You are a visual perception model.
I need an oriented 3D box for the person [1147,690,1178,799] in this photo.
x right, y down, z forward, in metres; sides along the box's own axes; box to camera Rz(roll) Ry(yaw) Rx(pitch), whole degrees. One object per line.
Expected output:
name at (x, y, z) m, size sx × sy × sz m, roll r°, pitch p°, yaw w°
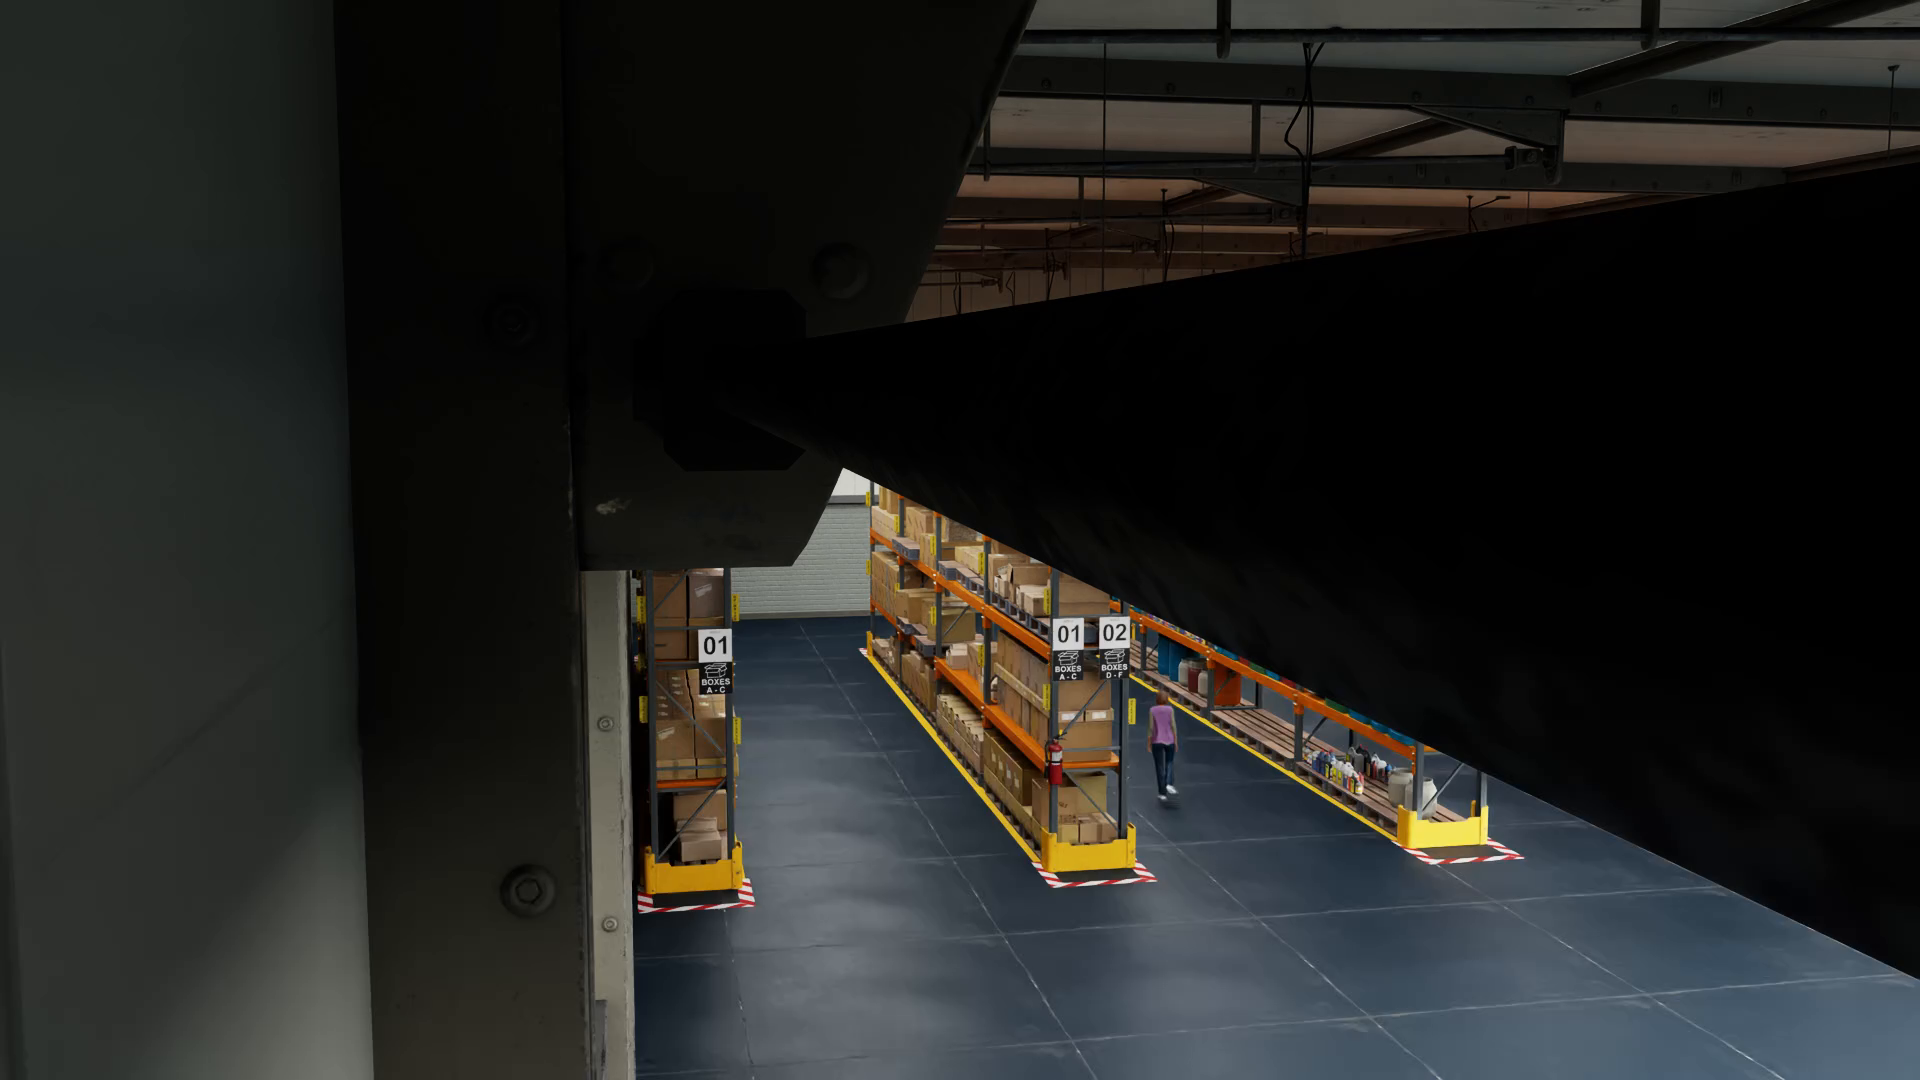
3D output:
person at (2.958, 2.988, 24.367) m, size 0.447 × 1.584 × 0.469 m, roll 0°, pitch 6°, yaw 0°

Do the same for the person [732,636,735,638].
person at (-5.638, 1.456, 38.691) m, size 0.870 × 1.654 × 0.446 m, roll 1°, pitch 6°, yaw 12°
